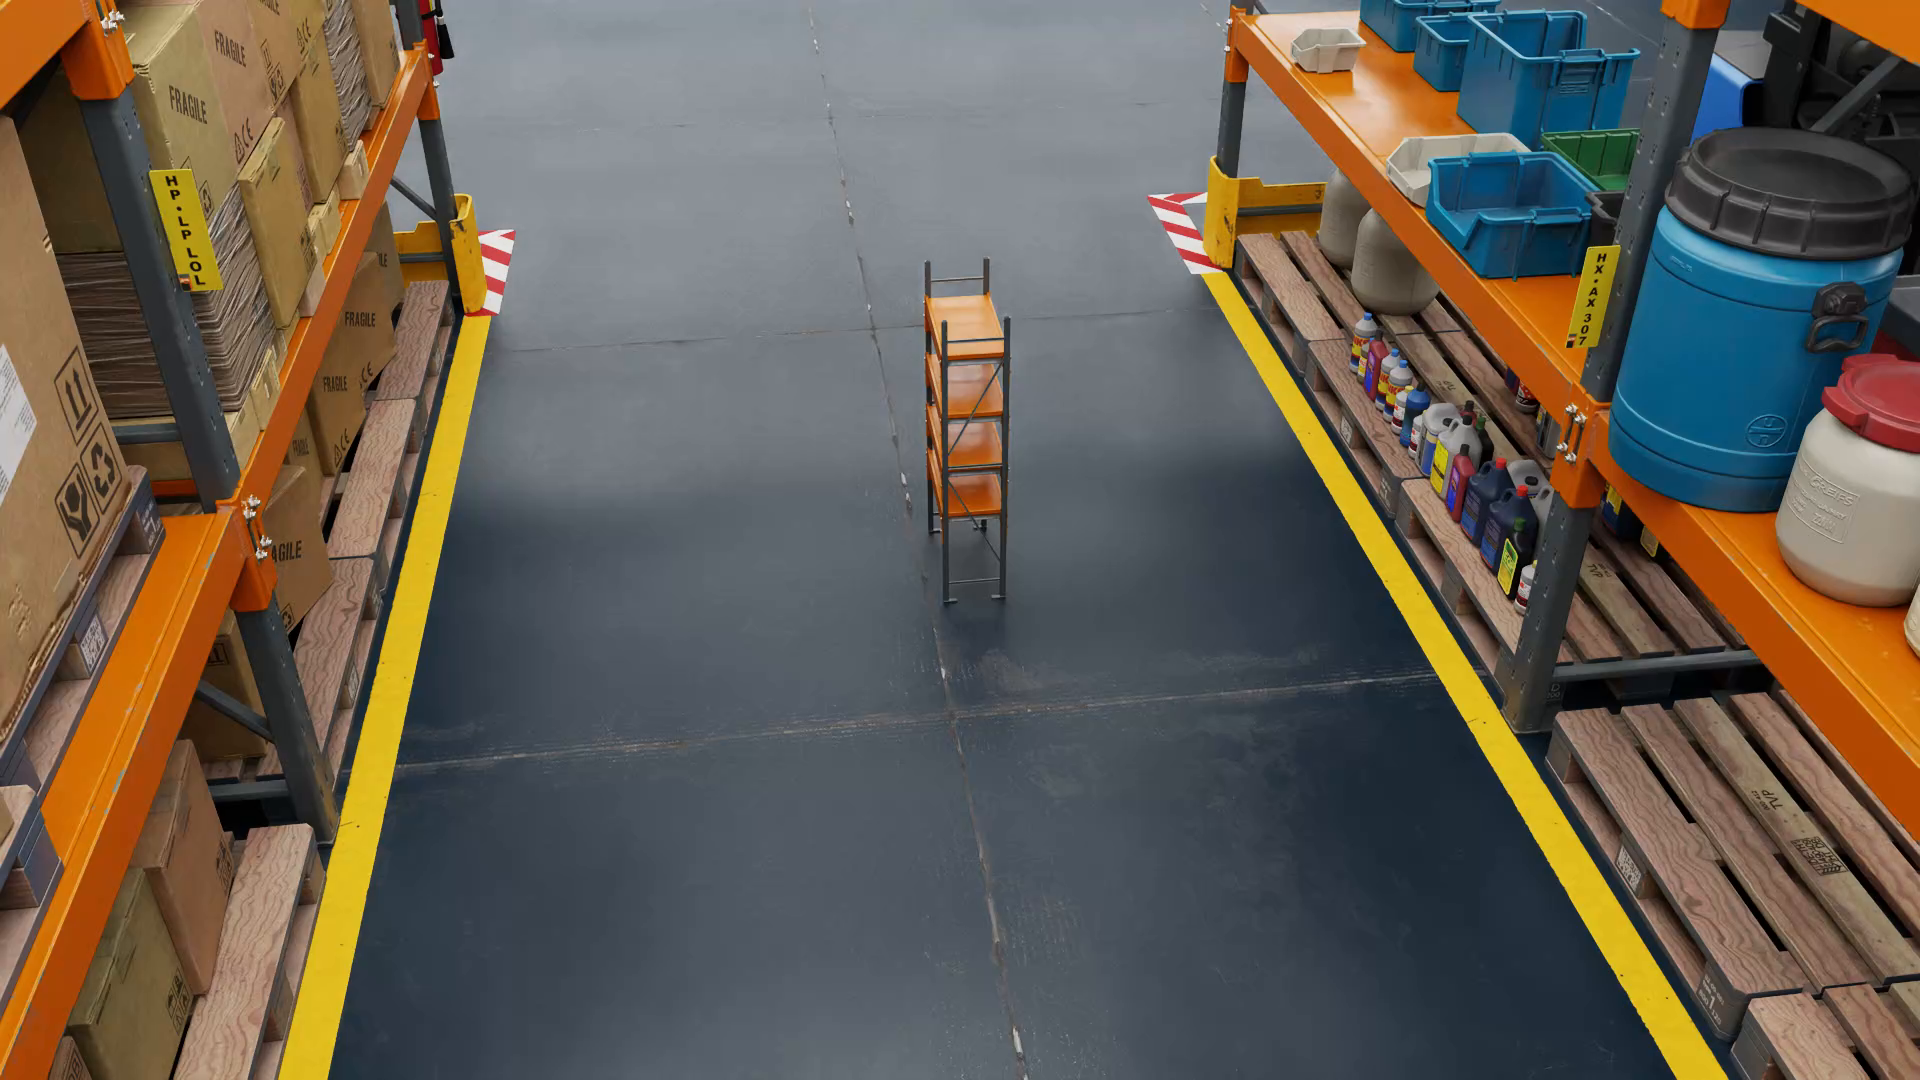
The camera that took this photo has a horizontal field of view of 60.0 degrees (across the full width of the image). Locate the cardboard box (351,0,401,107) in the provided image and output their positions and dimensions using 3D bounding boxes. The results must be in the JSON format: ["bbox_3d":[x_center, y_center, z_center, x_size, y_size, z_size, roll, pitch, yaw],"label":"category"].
[{"bbox_3d":[-2.808,-2.075,6.778,0.875,0.500,0.500,-4,35,-6],"label":"cardboard box"}]

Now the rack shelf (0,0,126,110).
[{"bbox_3d":[-2.234,-0.083,2.184,1.077,0.370,4.000,-4,35,-6],"label":"rack shelf"}]

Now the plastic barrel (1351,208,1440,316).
[{"bbox_3d":[2.098,-1.369,7.931,0.421,0.512,0.421,0,34,0],"label":"plastic barrel"}]

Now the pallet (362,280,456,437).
[{"bbox_3d":[-2.957,-0.838,7.793,1.003,0.211,1.213,-4,35,-6],"label":"pallet"}]

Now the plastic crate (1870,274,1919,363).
[{"bbox_3d":[2.773,-0.412,4.634,0.402,0.464,0.583,-4,35,-6],"label":"plastic crate"}]

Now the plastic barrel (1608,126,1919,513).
[{"bbox_3d":[2.156,-0.601,4.523,0.600,0.901,0.708,-4,35,-6],"label":"plastic barrel"}]

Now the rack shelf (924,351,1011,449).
[{"bbox_3d":[0.022,-0.533,6.188,0.258,0.148,0.480,-4,35,-6],"label":"rack shelf"}]

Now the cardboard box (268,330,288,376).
[{"bbox_3d":[-2.316,-0.574,5.152,0.380,0.149,0.250,-4,35,-6],"label":"cardboard box"}]

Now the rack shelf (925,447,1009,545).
[{"bbox_3d":[0.022,-0.184,6.426,0.258,0.148,0.480,-4,35,-6],"label":"rack shelf"}]

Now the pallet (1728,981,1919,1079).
[{"bbox_3d":[2.716,1.638,4.159,1.003,0.211,1.213,-4,35,-6],"label":"pallet"}]

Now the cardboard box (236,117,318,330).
[{"bbox_3d":[-2.535,-0.959,5.140,0.875,0.500,0.500,-4,35,-6],"label":"cardboard box"}]

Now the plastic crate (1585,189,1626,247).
[{"bbox_3d":[2.460,-0.908,5.474,0.767,0.338,0.504,-4,35,-6],"label":"plastic crate"}]

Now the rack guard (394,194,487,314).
[{"bbox_3d":[-3.031,-1.414,8.381,1.175,0.500,0.348,-4,35,-6],"label":"rack guard"}]

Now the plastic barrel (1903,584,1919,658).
[{"bbox_3d":[2.431,0.175,3.952,0.301,0.262,0.301,0,34,0],"label":"plastic barrel"}]

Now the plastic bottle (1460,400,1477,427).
[{"bbox_3d":[2.051,-0.416,6.718,0.061,0.283,0.133,-4,35,-6],"label":"plastic bottle"}]

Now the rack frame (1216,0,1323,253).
[{"bbox_3d":[1.867,-2.864,8.289,1.000,3.000,0.127,-4,35,-6],"label":"rack frame"}]

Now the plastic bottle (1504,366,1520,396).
[{"bbox_3d":[2.449,-0.781,7.254,0.061,0.283,0.133,-4,35,-6],"label":"plastic bottle"}]

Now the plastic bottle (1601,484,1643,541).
[{"bbox_3d":[2.565,-0.190,6.327,0.144,0.351,0.185,-4,35,-6],"label":"plastic bottle"}]

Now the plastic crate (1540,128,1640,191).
[{"bbox_3d":[2.502,-1.324,6.217,0.450,0.188,0.662,-4,35,-6],"label":"plastic crate"}]

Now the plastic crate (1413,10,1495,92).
[{"bbox_3d":[2.312,-2.183,7.422,0.499,0.251,0.408,-4,35,-6],"label":"plastic crate"}]

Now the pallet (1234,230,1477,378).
[{"bbox_3d":[2.028,-1.219,8.352,1.003,0.211,1.213,-4,35,-6],"label":"pallet"}]

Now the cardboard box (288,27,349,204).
[{"bbox_3d":[-2.728,-1.512,5.953,0.875,0.500,0.500,-4,35,-6],"label":"cardboard box"}]

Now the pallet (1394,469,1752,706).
[{"bbox_3d":[2.356,0.142,6.354,1.003,0.211,1.213,-4,35,-6],"label":"pallet"}]

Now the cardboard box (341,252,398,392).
[{"bbox_3d":[-2.859,-0.949,7.326,0.500,0.500,0.500,4,35,6],"label":"cardboard box"}]

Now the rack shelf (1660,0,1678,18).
[{"bbox_3d":[2.136,-2.691,6.010,1.077,0.370,4.000,-4,35,-6],"label":"rack shelf"}]

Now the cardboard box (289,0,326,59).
[{"bbox_3d":[-2.526,-1.941,5.694,0.500,0.500,0.500,-4,35,-6],"label":"cardboard box"}]

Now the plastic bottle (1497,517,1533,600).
[{"bbox_3d":[2.013,0.065,6.012,0.061,0.283,0.133,-3,34,-4],"label":"plastic bottle"}]

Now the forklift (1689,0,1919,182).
[{"bbox_3d":[4.403,-2.197,7.371,1.130,2.935,3.031,-3,34,-4],"label":"forklift"}]

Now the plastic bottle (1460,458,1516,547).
[{"bbox_3d":[2.007,-0.164,6.289,0.144,0.351,0.185,-6,35,-9],"label":"plastic bottle"}]

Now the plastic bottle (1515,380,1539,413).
[{"bbox_3d":[2.452,-0.658,7.146,0.097,0.201,0.097,0,34,0],"label":"plastic bottle"}]

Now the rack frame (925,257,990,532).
[{"bbox_3d":[-0.011,-0.540,6.476,0.240,1.200,0.015,-4,35,-6],"label":"rack frame"}]

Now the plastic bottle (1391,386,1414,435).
[{"bbox_3d":[1.875,-0.552,6.991,0.097,0.201,0.097,0,34,0],"label":"plastic bottle"}]

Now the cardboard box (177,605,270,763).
[{"bbox_3d":[-2.517,0.376,5.381,0.500,0.500,0.500,-5,35,-8],"label":"cardboard box"}]

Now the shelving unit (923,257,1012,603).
[{"bbox_3d":[0.022,-0.403,6.277,0.258,1.200,0.503,-4,35,-6],"label":"shelving unit"}]

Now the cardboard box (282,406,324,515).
[{"bbox_3d":[-2.763,-0.283,6.349,0.500,0.500,0.500,-7,35,-11],"label":"cardboard box"}]

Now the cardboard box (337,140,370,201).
[{"bbox_3d":[-2.492,-1.413,6.383,0.380,0.149,0.250,-4,35,-6],"label":"cardboard box"}]

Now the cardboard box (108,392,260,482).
[{"bbox_3d":[-2.234,-0.296,4.744,0.380,0.149,0.250,-4,35,-6],"label":"cardboard box"}]

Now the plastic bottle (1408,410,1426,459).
[{"bbox_3d":[1.902,-0.437,6.822,0.097,0.201,0.097,0,34,0],"label":"plastic bottle"}]

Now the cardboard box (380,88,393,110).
[{"bbox_3d":[-2.681,-1.967,7.196,0.380,0.149,0.250,-4,35,-6],"label":"cardboard box"}]

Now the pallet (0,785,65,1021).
[{"bbox_3d":[-2.272,0.953,2.859,1.003,0.211,1.213,-4,35,-6],"label":"pallet"}]

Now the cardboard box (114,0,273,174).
[{"bbox_3d":[-2.381,-1.384,4.876,0.500,0.500,0.500,-4,35,-6],"label":"cardboard box"}]

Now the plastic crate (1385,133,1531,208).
[{"bbox_3d":[1.935,-1.410,6.390,0.530,0.136,0.437,-4,35,-6],"label":"plastic crate"}]

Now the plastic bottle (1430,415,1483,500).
[{"bbox_3d":[1.963,-0.344,6.553,0.144,0.351,0.185,-5,35,-7],"label":"plastic bottle"}]

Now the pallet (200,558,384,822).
[{"bbox_3d":[-2.629,0.523,5.795,1.003,0.211,1.213,-4,35,-6],"label":"pallet"}]

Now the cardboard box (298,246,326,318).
[{"bbox_3d":[-2.352,-0.855,5.565,0.380,0.149,0.250,-4,35,-6],"label":"cardboard box"}]

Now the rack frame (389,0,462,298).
[{"bbox_3d":[-3.041,-2.489,7.739,1.000,3.000,0.127,-4,35,-6],"label":"rack frame"}]

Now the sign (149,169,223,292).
[{"bbox_3d":[-1.954,-0.780,4.202,0.100,0.325,0.005,-4,35,-6],"label":"sign"}]

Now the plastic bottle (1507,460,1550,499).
[{"bbox_3d":[2.150,-0.158,6.347,0.152,0.276,0.135,-4,35,-6],"label":"plastic bottle"}]

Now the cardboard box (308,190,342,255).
[{"bbox_3d":[-2.449,-1.132,5.971,0.380,0.149,0.250,-4,35,-6],"label":"cardboard box"}]

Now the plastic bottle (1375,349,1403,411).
[{"bbox_3d":[1.848,-0.692,7.134,0.097,0.271,0.097,0,34,0],"label":"plastic bottle"}]

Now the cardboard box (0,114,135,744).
[{"bbox_3d":[-2.535,-0.225,3.510,1.000,1.000,1.000,-4,34,-6],"label":"cardboard box"}]

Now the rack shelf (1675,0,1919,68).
[{"bbox_3d":[2.674,-0.458,2.734,1.077,0.370,4.000,-4,35,-6],"label":"rack shelf"}]

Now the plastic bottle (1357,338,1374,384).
[{"bbox_3d":[1.816,-0.797,7.350,0.097,0.201,0.097,0,34,0],"label":"plastic bottle"}]

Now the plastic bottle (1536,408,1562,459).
[{"bbox_3d":[2.481,-0.488,6.830,0.152,0.276,0.135,-4,35,-6],"label":"plastic bottle"}]

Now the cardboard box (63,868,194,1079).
[{"bbox_3d":[-2.397,1.206,4.146,0.700,0.500,0.500,-5,35,-7],"label":"cardboard box"}]

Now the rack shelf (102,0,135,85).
[{"bbox_3d":[-2.772,-2.315,5.459,1.077,0.370,4.000,-4,35,-6],"label":"rack shelf"}]

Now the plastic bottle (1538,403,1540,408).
[{"bbox_3d":[2.574,-0.709,7.154,0.152,0.276,0.135,-5,35,-8],"label":"plastic bottle"}]
